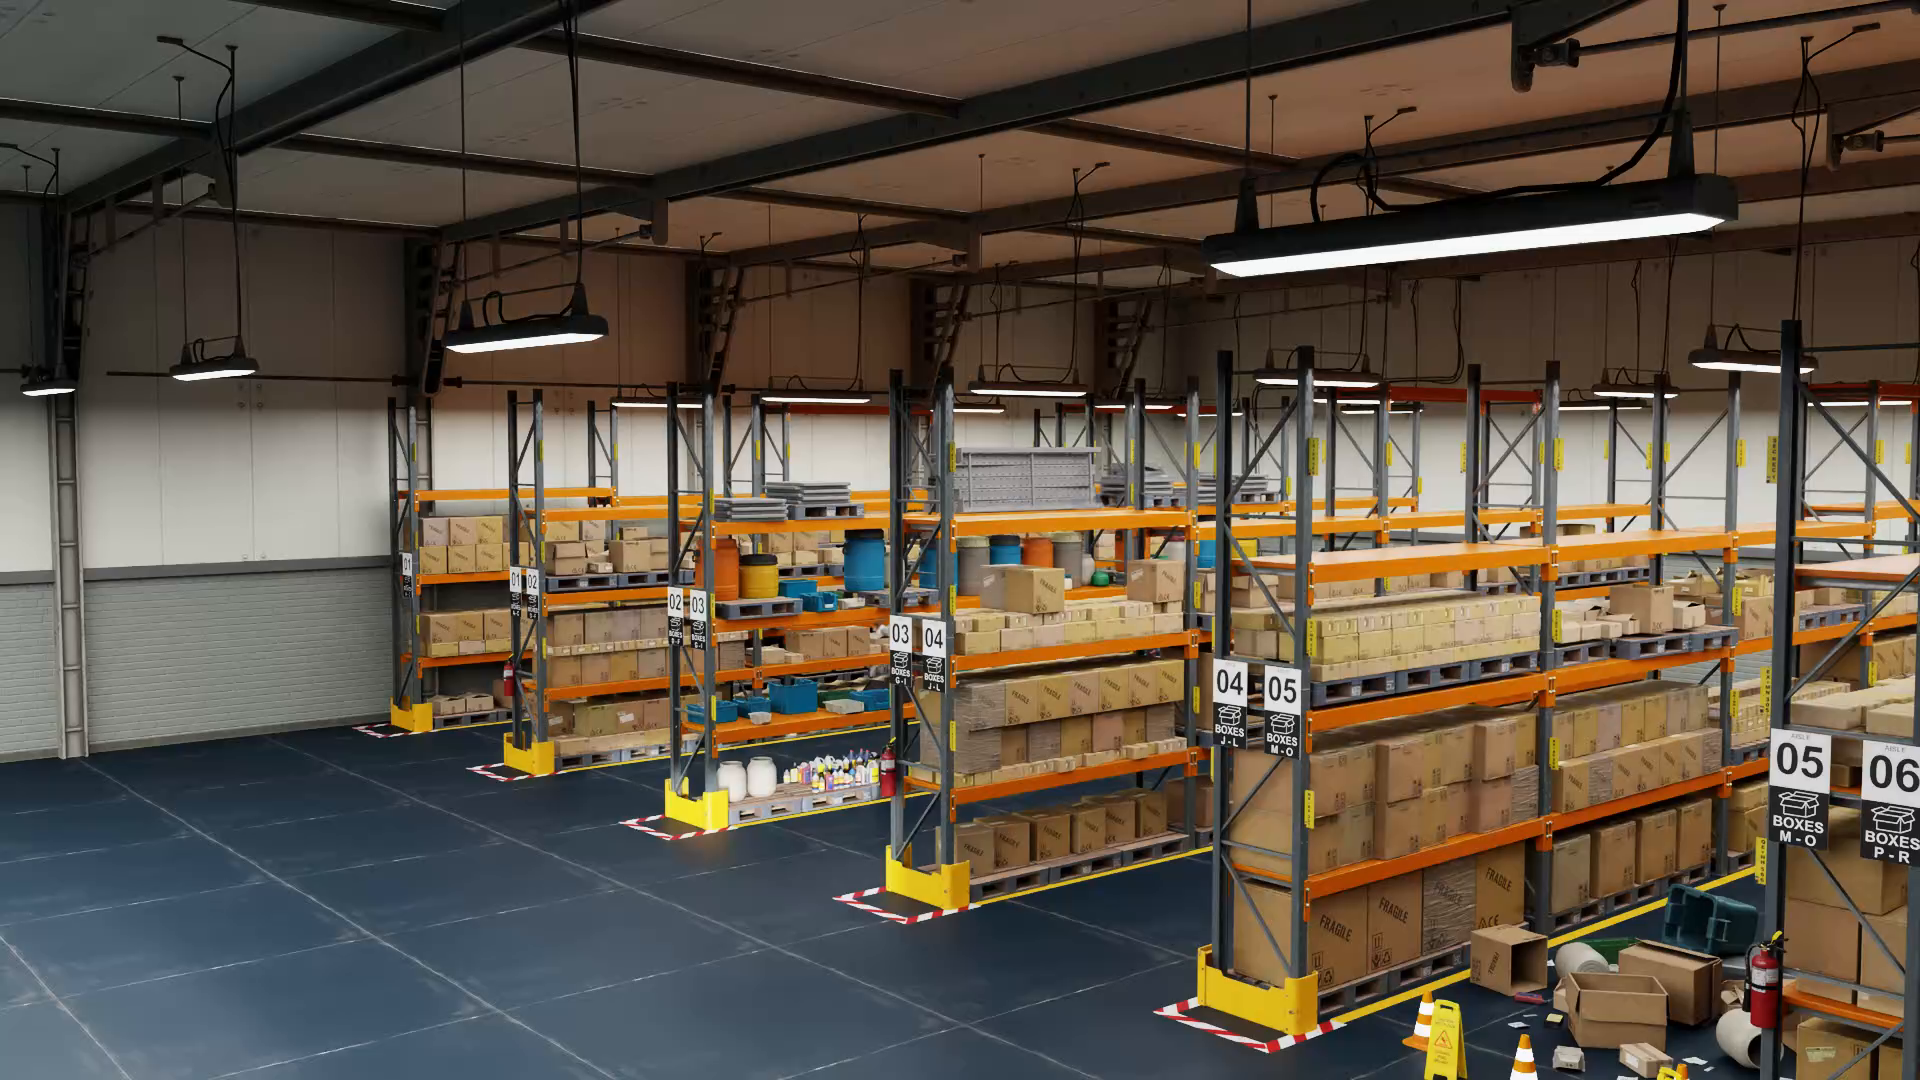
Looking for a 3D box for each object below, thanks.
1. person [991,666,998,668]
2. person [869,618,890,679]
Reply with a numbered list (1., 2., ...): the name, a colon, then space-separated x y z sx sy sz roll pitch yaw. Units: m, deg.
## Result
1. person: 0.576 2.699 29.862 0.477 1.328 0.586 -2 4 -25
2. person: -1.523 2.340 33.379 0.733 1.787 0.661 -2 4 -29
